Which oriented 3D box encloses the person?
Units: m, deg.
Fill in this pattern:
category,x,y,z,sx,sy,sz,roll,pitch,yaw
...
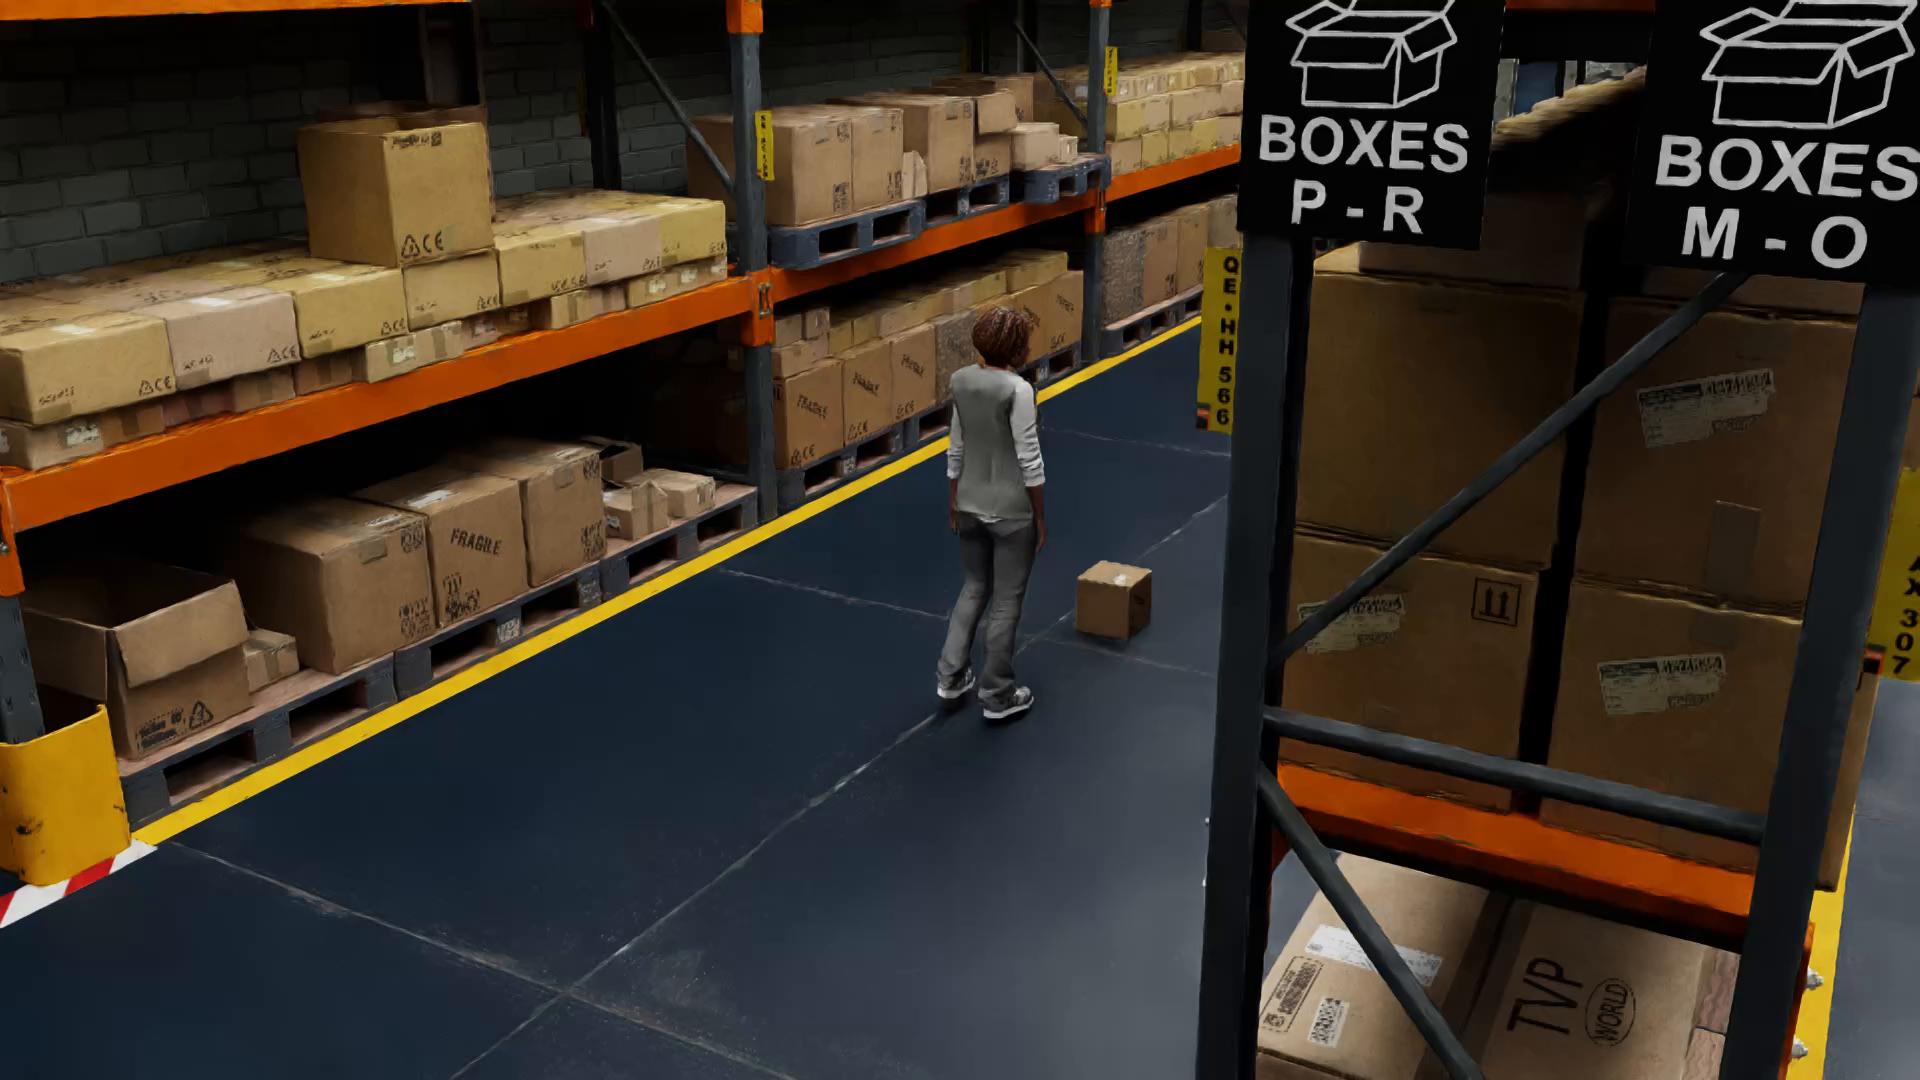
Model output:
category,x,y,z,sx,sy,sz,roll,pitch,yaw
person,0.127,-0.099,6.323,0.447,1.591,0.365,15,24,35
